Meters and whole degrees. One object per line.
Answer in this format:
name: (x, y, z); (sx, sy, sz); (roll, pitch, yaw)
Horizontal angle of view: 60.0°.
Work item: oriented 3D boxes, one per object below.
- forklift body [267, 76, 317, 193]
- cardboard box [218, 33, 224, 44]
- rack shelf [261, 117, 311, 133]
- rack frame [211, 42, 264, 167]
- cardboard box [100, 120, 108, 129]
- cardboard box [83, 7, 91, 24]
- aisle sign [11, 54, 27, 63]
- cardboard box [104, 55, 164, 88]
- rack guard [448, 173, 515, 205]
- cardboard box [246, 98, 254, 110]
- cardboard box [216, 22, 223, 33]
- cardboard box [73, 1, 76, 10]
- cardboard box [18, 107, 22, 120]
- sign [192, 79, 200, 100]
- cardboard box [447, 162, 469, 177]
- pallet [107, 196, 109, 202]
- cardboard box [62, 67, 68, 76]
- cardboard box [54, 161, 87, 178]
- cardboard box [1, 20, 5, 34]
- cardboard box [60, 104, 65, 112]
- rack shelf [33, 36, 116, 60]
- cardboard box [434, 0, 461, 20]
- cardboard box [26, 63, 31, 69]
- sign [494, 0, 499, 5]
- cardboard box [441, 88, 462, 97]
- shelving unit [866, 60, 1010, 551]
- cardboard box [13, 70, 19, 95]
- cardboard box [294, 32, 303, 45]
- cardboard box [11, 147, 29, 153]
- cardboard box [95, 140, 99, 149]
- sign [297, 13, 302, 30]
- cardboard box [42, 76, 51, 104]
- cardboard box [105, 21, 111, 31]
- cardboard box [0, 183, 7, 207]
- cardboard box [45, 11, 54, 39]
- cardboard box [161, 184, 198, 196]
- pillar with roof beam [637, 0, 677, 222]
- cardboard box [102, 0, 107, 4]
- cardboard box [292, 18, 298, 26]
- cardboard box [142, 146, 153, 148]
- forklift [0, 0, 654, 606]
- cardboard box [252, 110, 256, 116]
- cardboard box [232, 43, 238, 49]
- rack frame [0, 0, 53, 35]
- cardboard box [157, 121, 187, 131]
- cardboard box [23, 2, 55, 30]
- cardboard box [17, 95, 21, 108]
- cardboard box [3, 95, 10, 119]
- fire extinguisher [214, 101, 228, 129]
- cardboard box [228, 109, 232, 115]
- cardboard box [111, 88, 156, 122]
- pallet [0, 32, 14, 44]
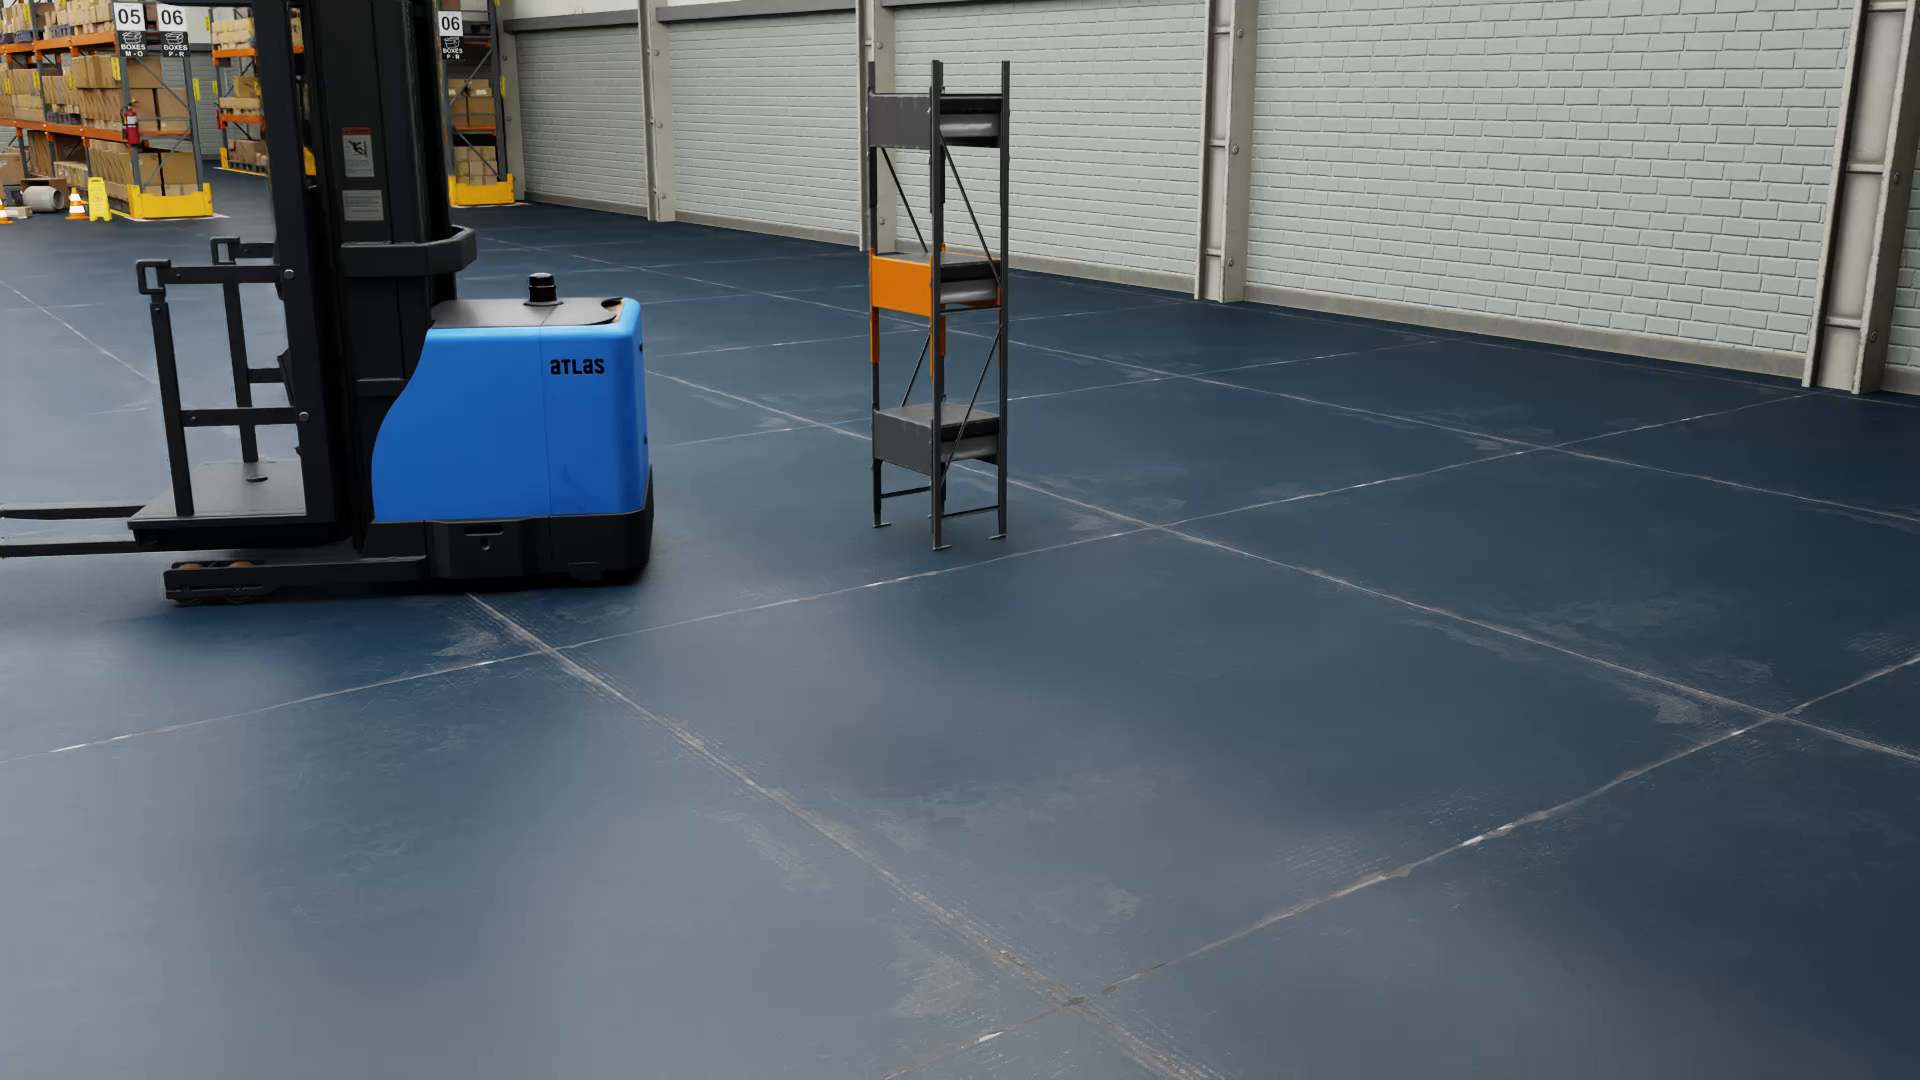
forklift body: (-10.986, -7.039, 29.219); (2.313, 2.155, 1.214); (-11, 19, -35)
cardboard box: (-17.447, -12.018, 39.844); (0.500, 0.250, 0.500); (-10, 18, -33)
rack shelf: (-14.275, -9.115, 36.559); (1.077, 0.370, 4.000); (-11, 19, -35)
rack frame: (-17.803, -10.743, 41.145); (1.000, 3.000, 0.127); (-11, 19, -35)
cardboard box: (-13.919, -6.847, 27.386); (0.380, 0.149, 0.250); (-11, 19, -35)
cardboard box: (-13.829, -8.466, 26.863); (0.500, 0.250, 0.500); (-11, 19, -34)
aisle sign: (-21.607, -11.289, 38.216); (0.394, 0.787, 0.004); (-11, 19, -35)
cardboard box: (-12.885, -7.304, 25.934); (0.700, 0.500, 0.500); (-11, 19, -36)
rack guard: (-8.381, -6.116, 28.973); (1.175, 0.500, 0.348); (-11, 19, -35)
cardboard box: (-16.254, -10.135, 38.646); (0.500, 0.250, 0.500); (-11, 19, -34)
cardboard box: (-17.461, -12.257, 39.767); (0.500, 0.250, 0.500); (-11, 19, -35)
cardboard box: (-14.514, -8.893, 27.669); (0.380, 0.149, 0.250); (-12, 19, -36)
cardboard box: (-19.113, -8.800, 34.330); (0.500, 0.250, 0.500); (-11, 19, -36)
sign: (-11.969, -7.057, 26.038); (0.100, 0.325, 0.005); (-11, 19, -35)
cardboard box: (-8.934, -6.499, 29.106); (0.500, 0.250, 0.500); (-11, 19, -35)
pallet: (-14.336, -5.926, 28.829); (1.003, 0.211, 1.213); (-11, 19, -35)
cardboard box: (-15.810, -8.380, 29.734); (0.380, 0.149, 0.250); (-12, 19, -37)
cardboard box: (-16.787, -7.076, 31.931); (0.950, 0.372, 0.625); (-12, 20, -38)
cardboard box: (-19.452, -10.541, 34.184); (0.396, 0.266, 0.258); (-11, 19, -35)
cardboard box: (-16.458, -8.014, 30.855); (0.380, 0.149, 0.250); (-10, 18, -31)
rack shelf: (-15.936, -8.936, 30.224); (1.077, 0.370, 4.000); (-11, 19, -35)
cardboard box: (-8.852, -9.129, 28.391); (0.500, 0.500, 0.500); (-10, 18, -33)
cardboard box: (-19.969, -10.050, 35.303); (0.380, 0.149, 0.250); (-10, 18, -33)
sign: (-7.942, -9.318, 28.450); (0.100, 0.325, 0.005); (-11, 19, -35)
cardboard box: (-8.825, -7.718, 28.675); (0.380, 0.149, 0.250); (-11, 19, -34)
shelving unit: (-0.097, -1.048, 7.428); (0.431, 2.100, 0.503); (-11, 19, -35)
cardboard box: (-19.116, -9.405, 34.174); (0.500, 0.500, 0.500); (-11, 19, -35)
cardboard box: (-13.597, -10.481, 34.790); (0.500, 0.250, 0.500); (-12, 19, -36)
cardboard box: (-20.801, -8.619, 37.443); (0.875, 0.438, 0.875); (-10, 18, -33)
cardboard box: (-14.303, -6.647, 27.943); (0.380, 0.149, 0.250); (-10, 18, -32)
sign: (-13.539, -10.647, 34.133); (0.100, 0.325, 0.005); (-11, 19, -35)
cardboard box: (-17.034, -8.526, 31.495); (0.500, 0.500, 0.500); (-12, 19, -36)
cardboard box: (-13.017, -7.962, 25.777); (0.380, 0.149, 0.250); (-11, 19, -34)
cardboard box: (-15.488, -5.333, 26.108); (0.637, 0.503, 0.797); (4, 16, 13)
cardboard box: (-16.562, -9.554, 30.931); (0.700, 0.500, 0.500); (-11, 19, -35)
cardboard box: (-12.658, -5.647, 26.938); (0.500, 0.250, 0.500); (-11, 19, -35)
pillar with roof beam: (-8.030, -8.559, 21.802); (9.100, 9.000, 0.400); (-11, 19, -35)
cardboard box: (-13.131, -8.404, 25.884); (0.380, 0.149, 0.250); (-11, 19, -35)
cardboard box: (-13.807, -10.894, 34.980); (0.380, 0.149, 0.250); (-12, 19, -36)
cardboard box: (-14.195, -6.563, 28.864); (0.500, 0.500, 0.500); (-11, 19, -35)
forklift: (-2.866, -1.302, 6.780); (3.031, 2.935, 1.130); (-2, 15, -8)
cardboard box: (-16.185, -9.900, 38.543); (0.380, 0.149, 0.250); (-10, 18, -33)
cardboard box: (-16.830, -11.569, 38.959); (0.380, 0.149, 0.250); (-10, 18, -33)
rack frame: (-19.463, -12.011, 34.414); (1.000, 3.000, 0.127); (-11, 19, -35)
cardboard box: (-12.440, -6.539, 26.260); (0.380, 0.149, 0.250); (-11, 19, -34)
cardboard box: (-17.455, -10.020, 31.829); (0.797, 0.503, 0.637); (-12, 20, -38)
cardboard box: (-19.104, -9.042, 34.266); (0.500, 0.250, 0.500); (-11, 18, -34)
cardboard box: (-20.250, -9.334, 35.808); (0.500, 0.500, 0.500); (-11, 19, -36)
fire extinguisher: (-18.263, -10.485, 41.057); (0.296, 0.674, 0.183); (-11, 19, -35)
cardboard box: (-17.644, -10.462, 40.594); (0.380, 0.149, 0.250); (-10, 18, -33)
cardboard box: (-12.950, -6.820, 26.059); (0.500, 0.500, 0.500); (-11, 19, -36)
pallet: (-19.936, -10.698, 35.466); (1.003, 0.211, 1.213); (-11, 19, -35)
